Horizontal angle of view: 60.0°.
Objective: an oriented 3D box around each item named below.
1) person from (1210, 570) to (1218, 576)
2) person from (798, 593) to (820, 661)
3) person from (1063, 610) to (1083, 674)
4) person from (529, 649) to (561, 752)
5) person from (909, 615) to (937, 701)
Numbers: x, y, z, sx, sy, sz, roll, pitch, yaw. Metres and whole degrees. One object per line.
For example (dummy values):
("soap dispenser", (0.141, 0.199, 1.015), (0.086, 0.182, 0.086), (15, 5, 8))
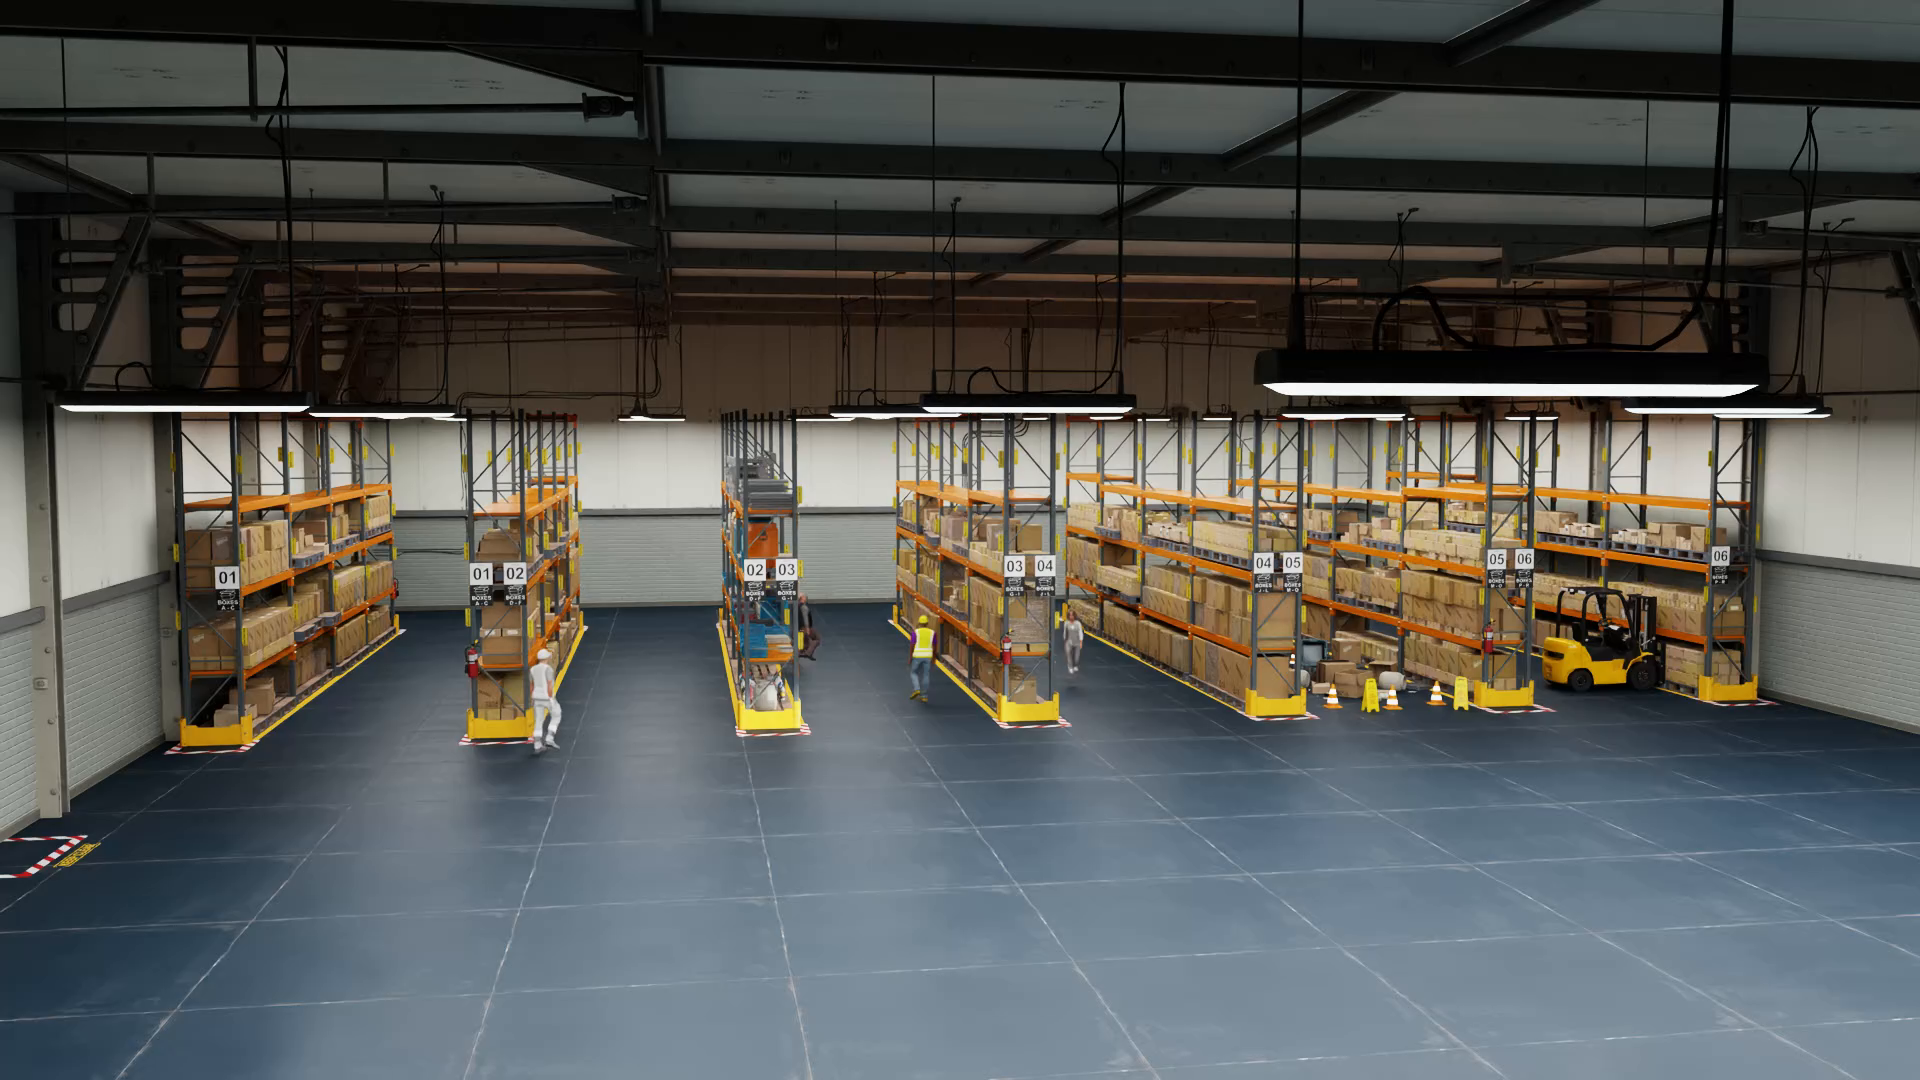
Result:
("person", (6.912, 1.695, 45.120), (0.618, 1.775, 0.591), (0, 4, -4))
("person", (-3.639, 2.022, 38.760), (0.611, 1.575, 0.644), (4, 5, 41))
("person", (2.479, 2.225, 36.382), (0.432, 1.376, 0.909), (0, 4, 0))
("person", (-7.289, 2.790, 29.062), (0.564, 1.768, 0.527), (1, 4, 17))
("person", (-0.771, 2.428, 34.351), (0.609, 1.756, 0.453), (-1, 4, -11))
